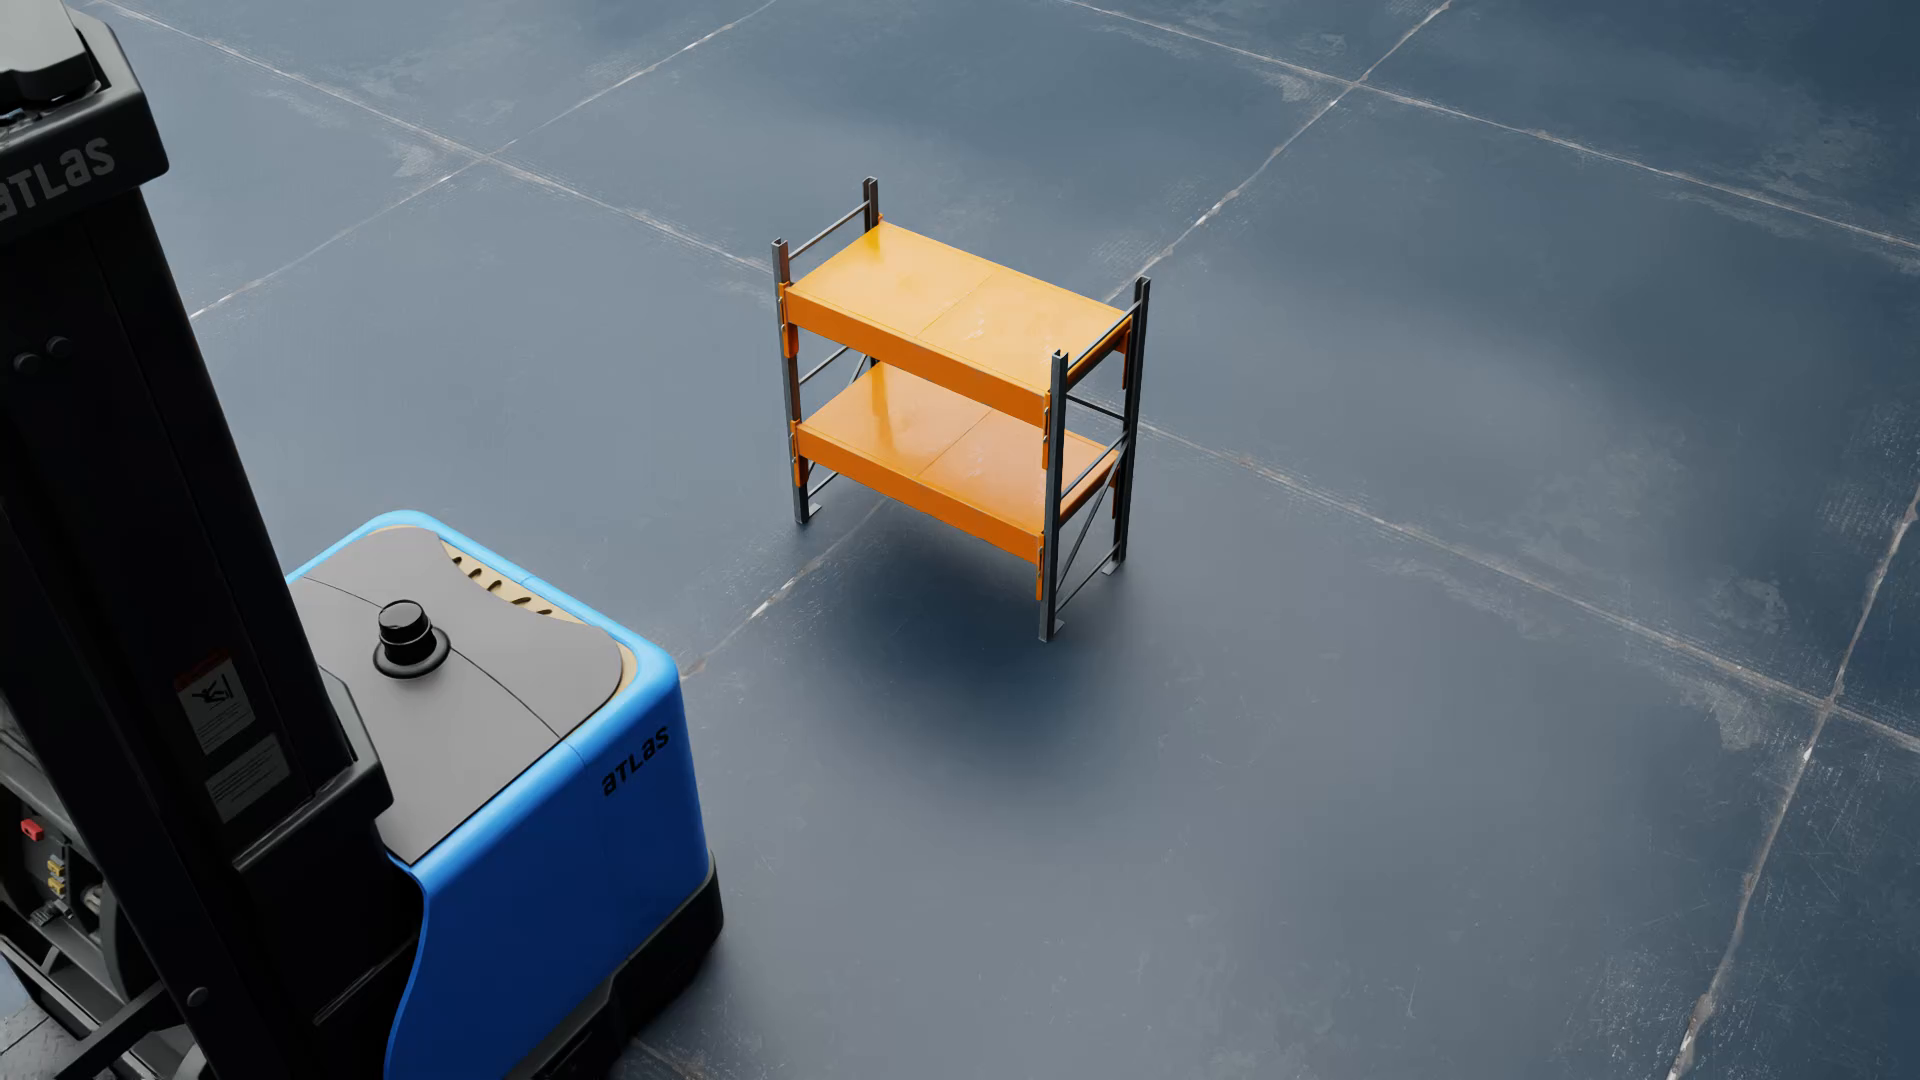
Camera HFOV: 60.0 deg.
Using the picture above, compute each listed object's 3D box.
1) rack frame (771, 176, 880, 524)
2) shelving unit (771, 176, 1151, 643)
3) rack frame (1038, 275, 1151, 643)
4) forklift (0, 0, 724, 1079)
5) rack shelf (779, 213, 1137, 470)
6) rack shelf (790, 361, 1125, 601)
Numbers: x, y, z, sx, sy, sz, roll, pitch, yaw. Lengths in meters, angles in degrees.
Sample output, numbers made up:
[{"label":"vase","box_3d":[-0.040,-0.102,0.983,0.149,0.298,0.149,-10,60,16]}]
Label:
[{"label":"rack frame","box_3d":[-0.422,-0.616,5.595,0.032,1.125,0.500,25,48,25]},{"label":"shelving unit","box_3d":[-0.006,-0.422,5.378,1.048,1.125,0.538,25,48,25]},{"label":"rack frame","box_3d":[0.411,-0.227,5.160,0.032,1.125,0.500,25,48,25]},{"label":"forklift","box_3d":[-1.907,0.591,2.892,1.130,2.935,3.031,26,48,26]},{"label":"rack shelf","box_3d":[-0.006,-0.640,5.183,1.000,0.278,0.538,25,48,25]},{"label":"rack shelf","box_3d":[-0.006,-0.240,5.541,1.000,0.278,0.538,25,48,25]}]
